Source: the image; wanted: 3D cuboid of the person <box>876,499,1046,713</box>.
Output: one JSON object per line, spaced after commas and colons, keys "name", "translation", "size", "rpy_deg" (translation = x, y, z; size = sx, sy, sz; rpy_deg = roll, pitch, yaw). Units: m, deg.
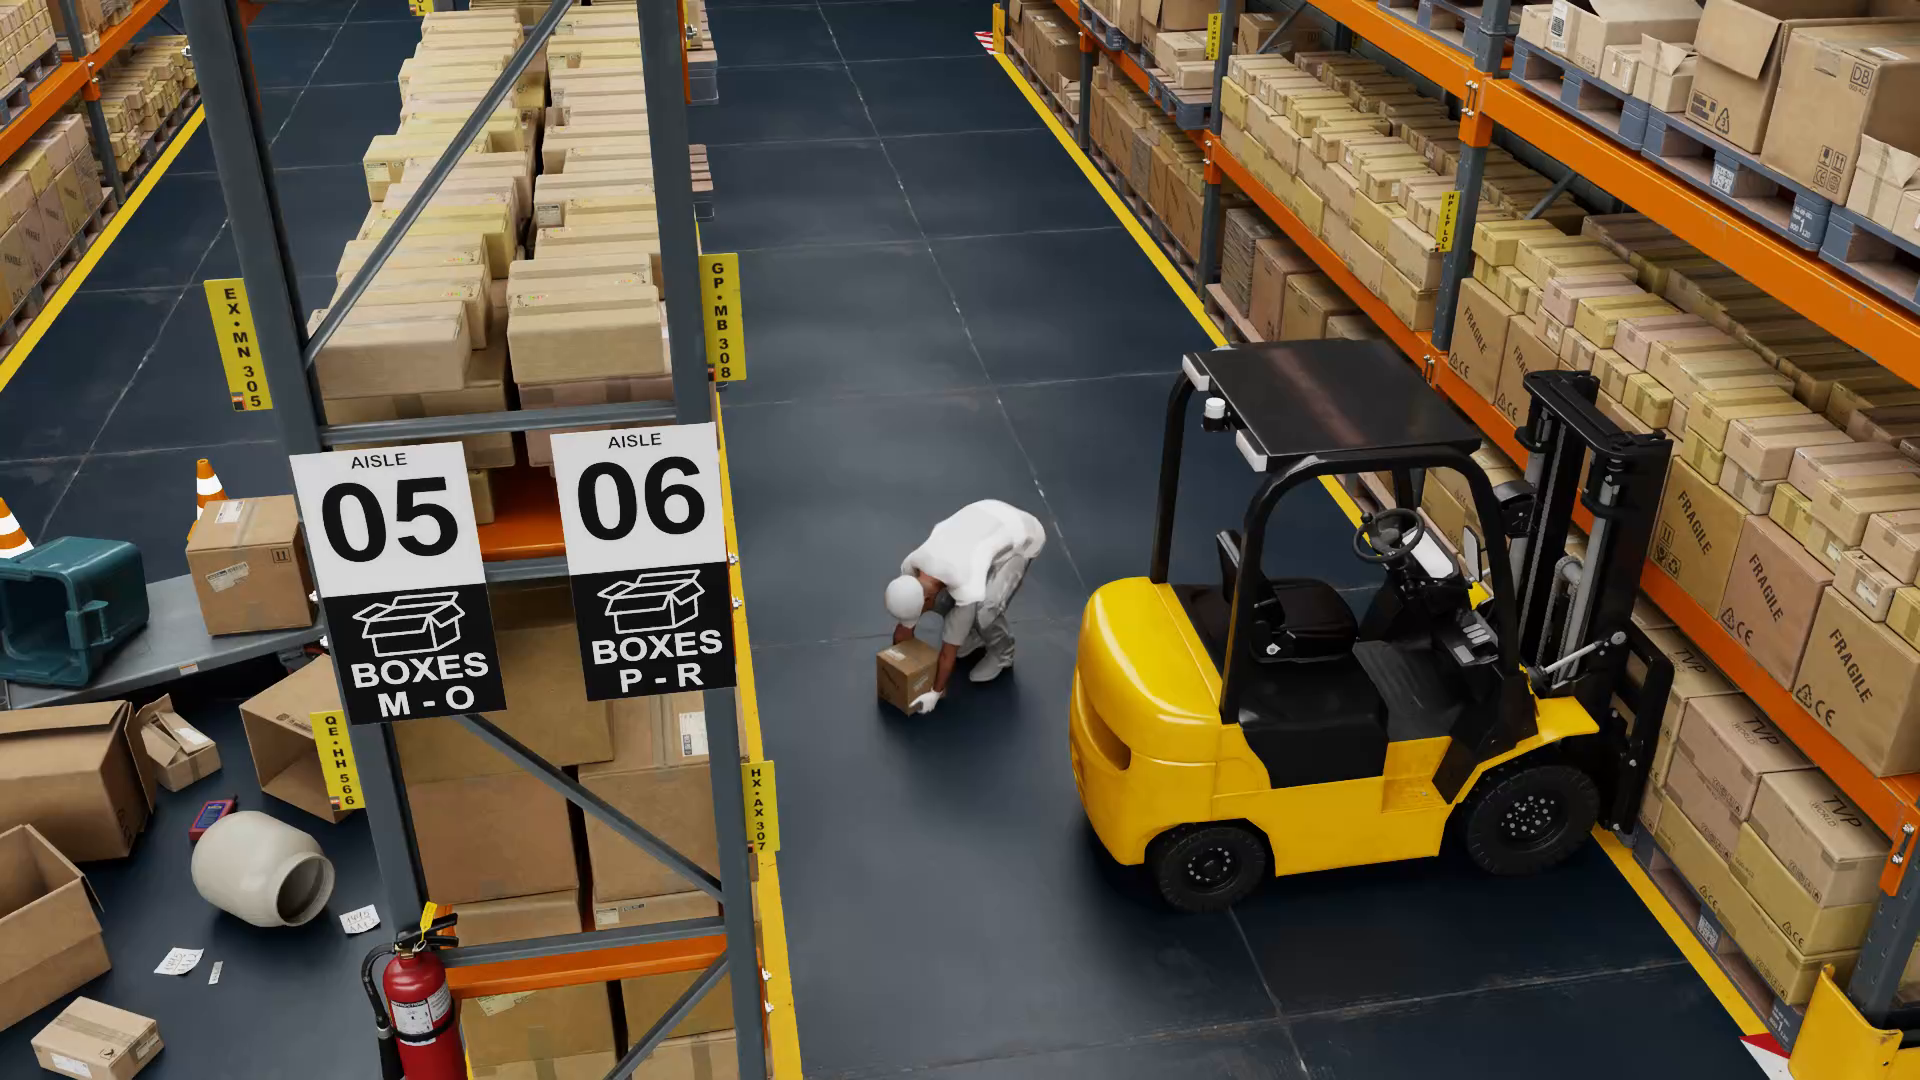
{"name": "person", "translation": [0.009, 0.314, 8.480], "size": [0.988, 0.906, 0.531], "rpy_deg": [-26, 39, -37]}
